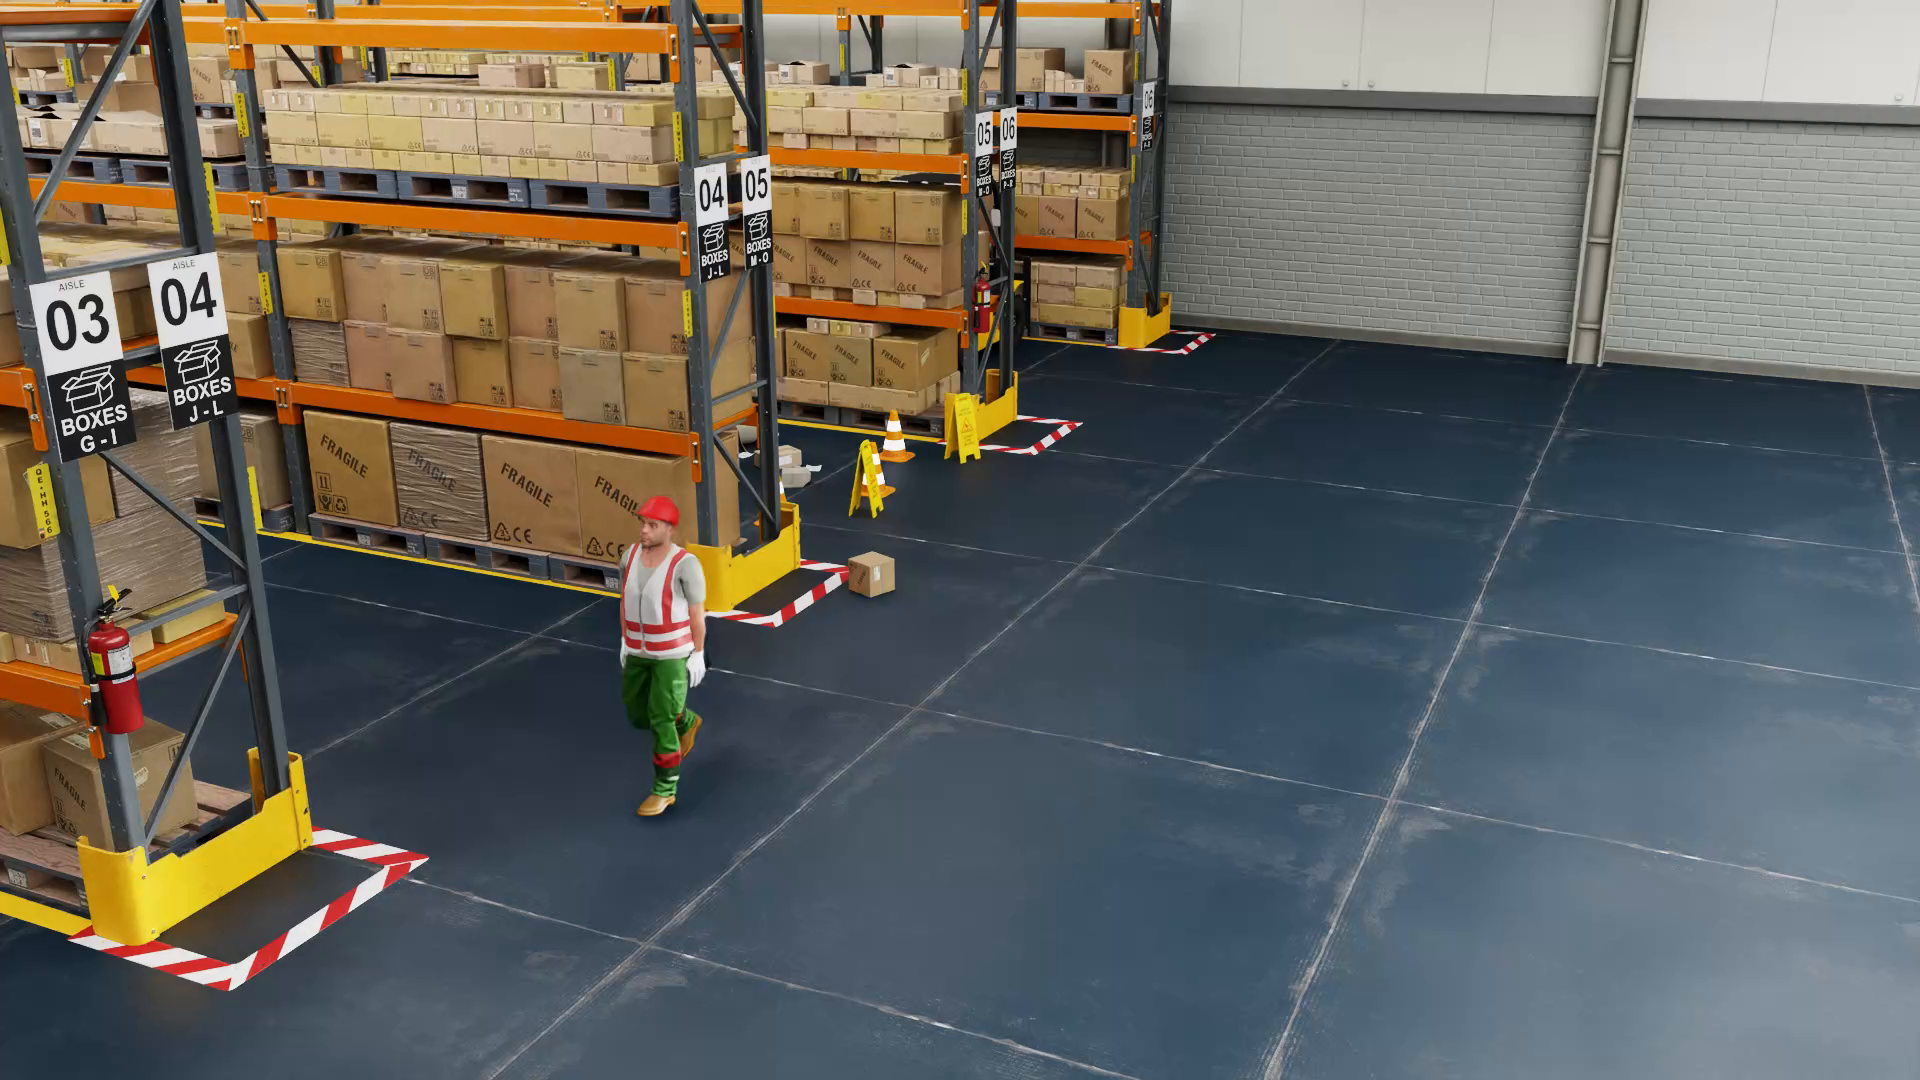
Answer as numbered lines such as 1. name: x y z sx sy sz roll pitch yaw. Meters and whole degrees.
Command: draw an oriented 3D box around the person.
1. person: -1.644 0.601 9.243 0.534 1.771 0.772 9 21 25
